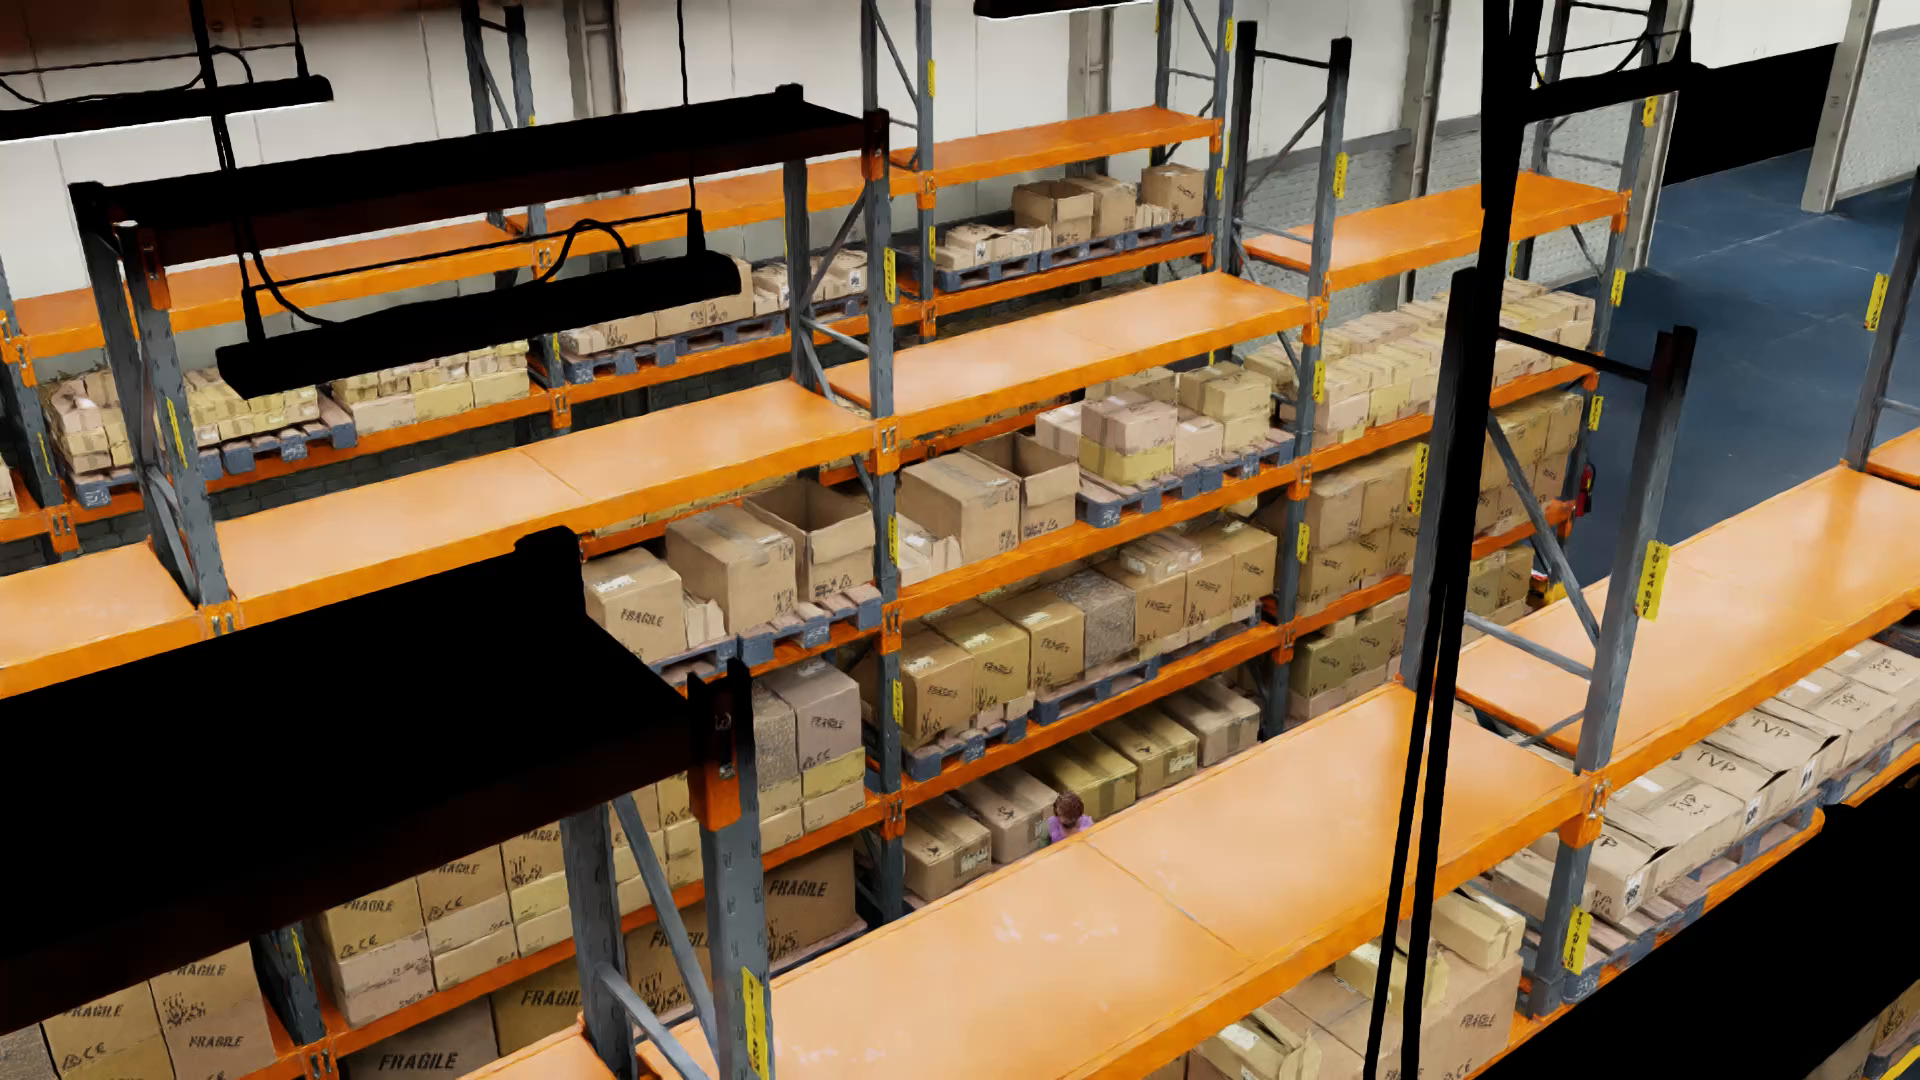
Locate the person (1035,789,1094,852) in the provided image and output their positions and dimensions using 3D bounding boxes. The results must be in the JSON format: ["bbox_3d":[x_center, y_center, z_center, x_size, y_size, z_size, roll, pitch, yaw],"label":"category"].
[{"bbox_3d":[0.717,2.395,11.380,0.534,1.590,0.519,-6,27,-12],"label":"person"}]
